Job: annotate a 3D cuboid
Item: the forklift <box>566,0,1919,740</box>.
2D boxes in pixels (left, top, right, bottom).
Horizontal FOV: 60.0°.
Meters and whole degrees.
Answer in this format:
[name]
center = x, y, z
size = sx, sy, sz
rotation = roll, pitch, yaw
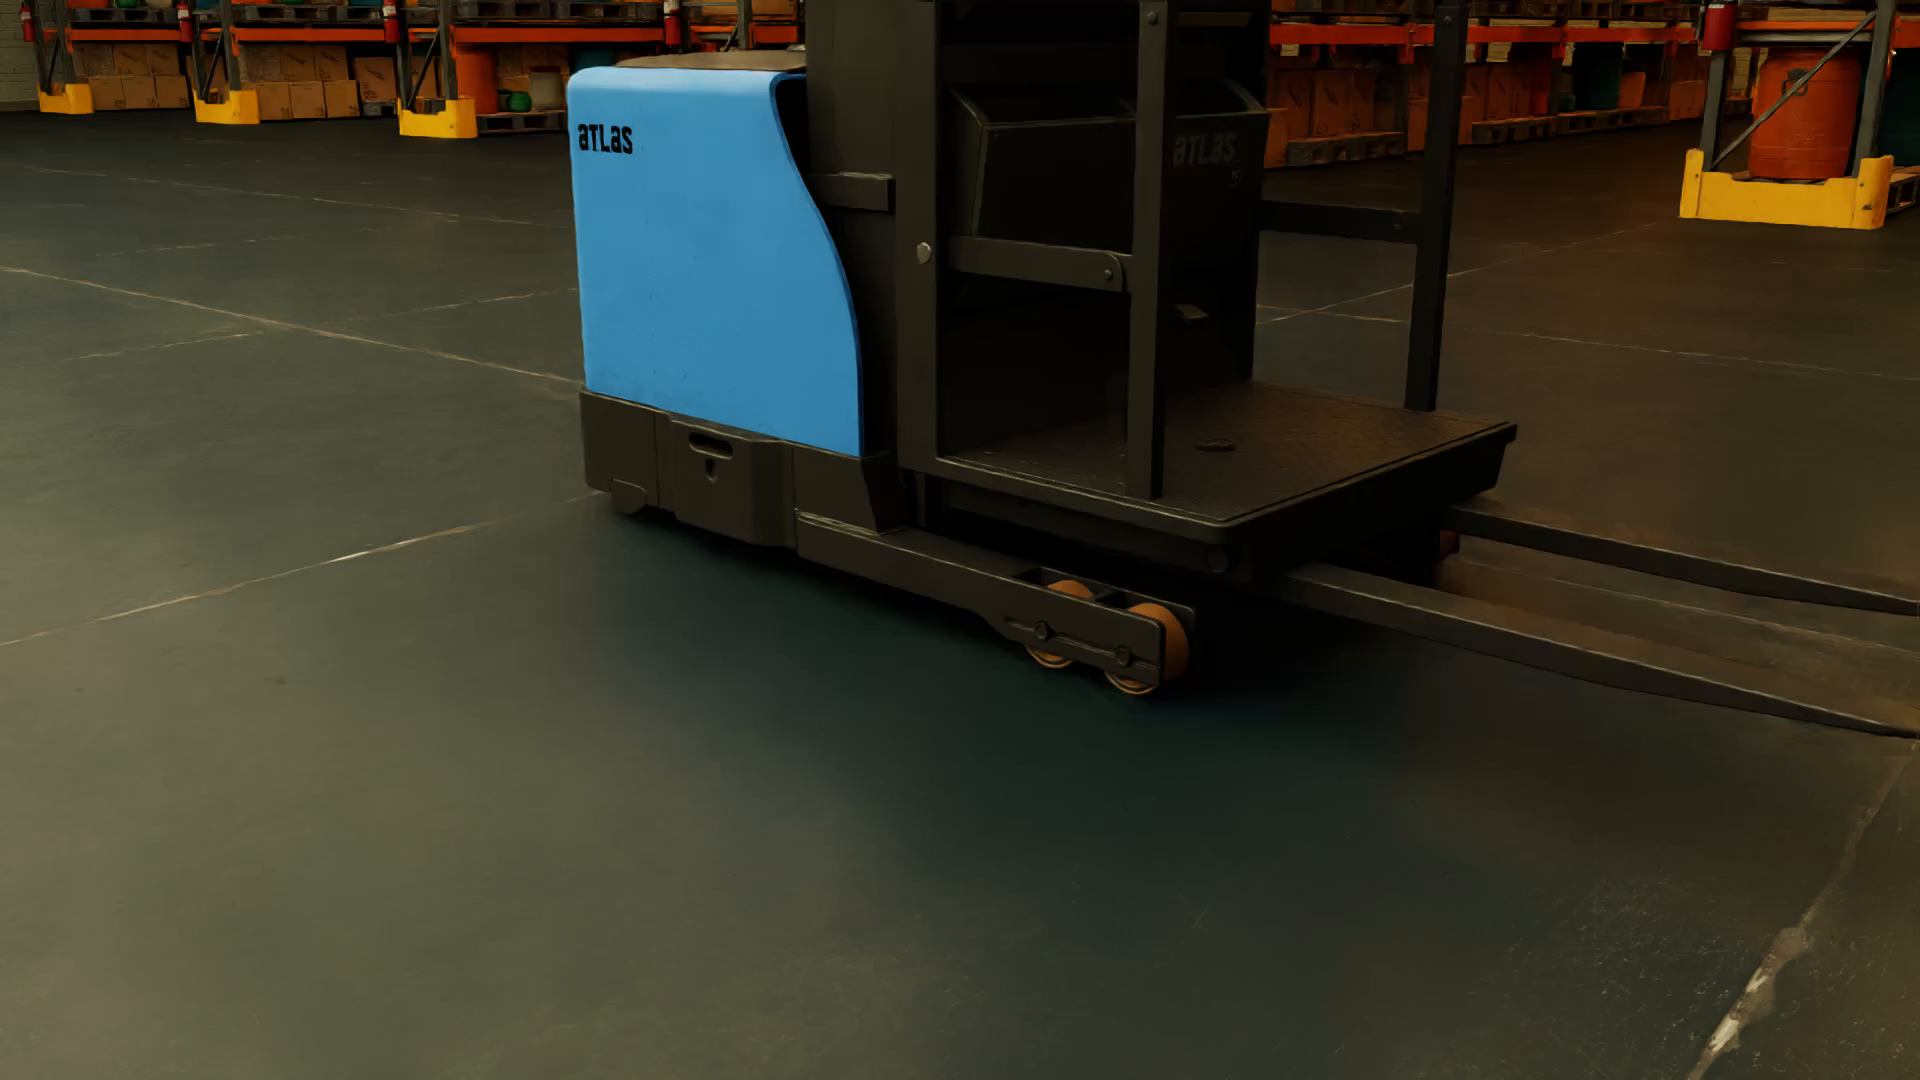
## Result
[forklift]
center = 0.473, -1.291, 3.149
size = 3.031, 2.935, 1.130
rotation = 15, 23, 41
